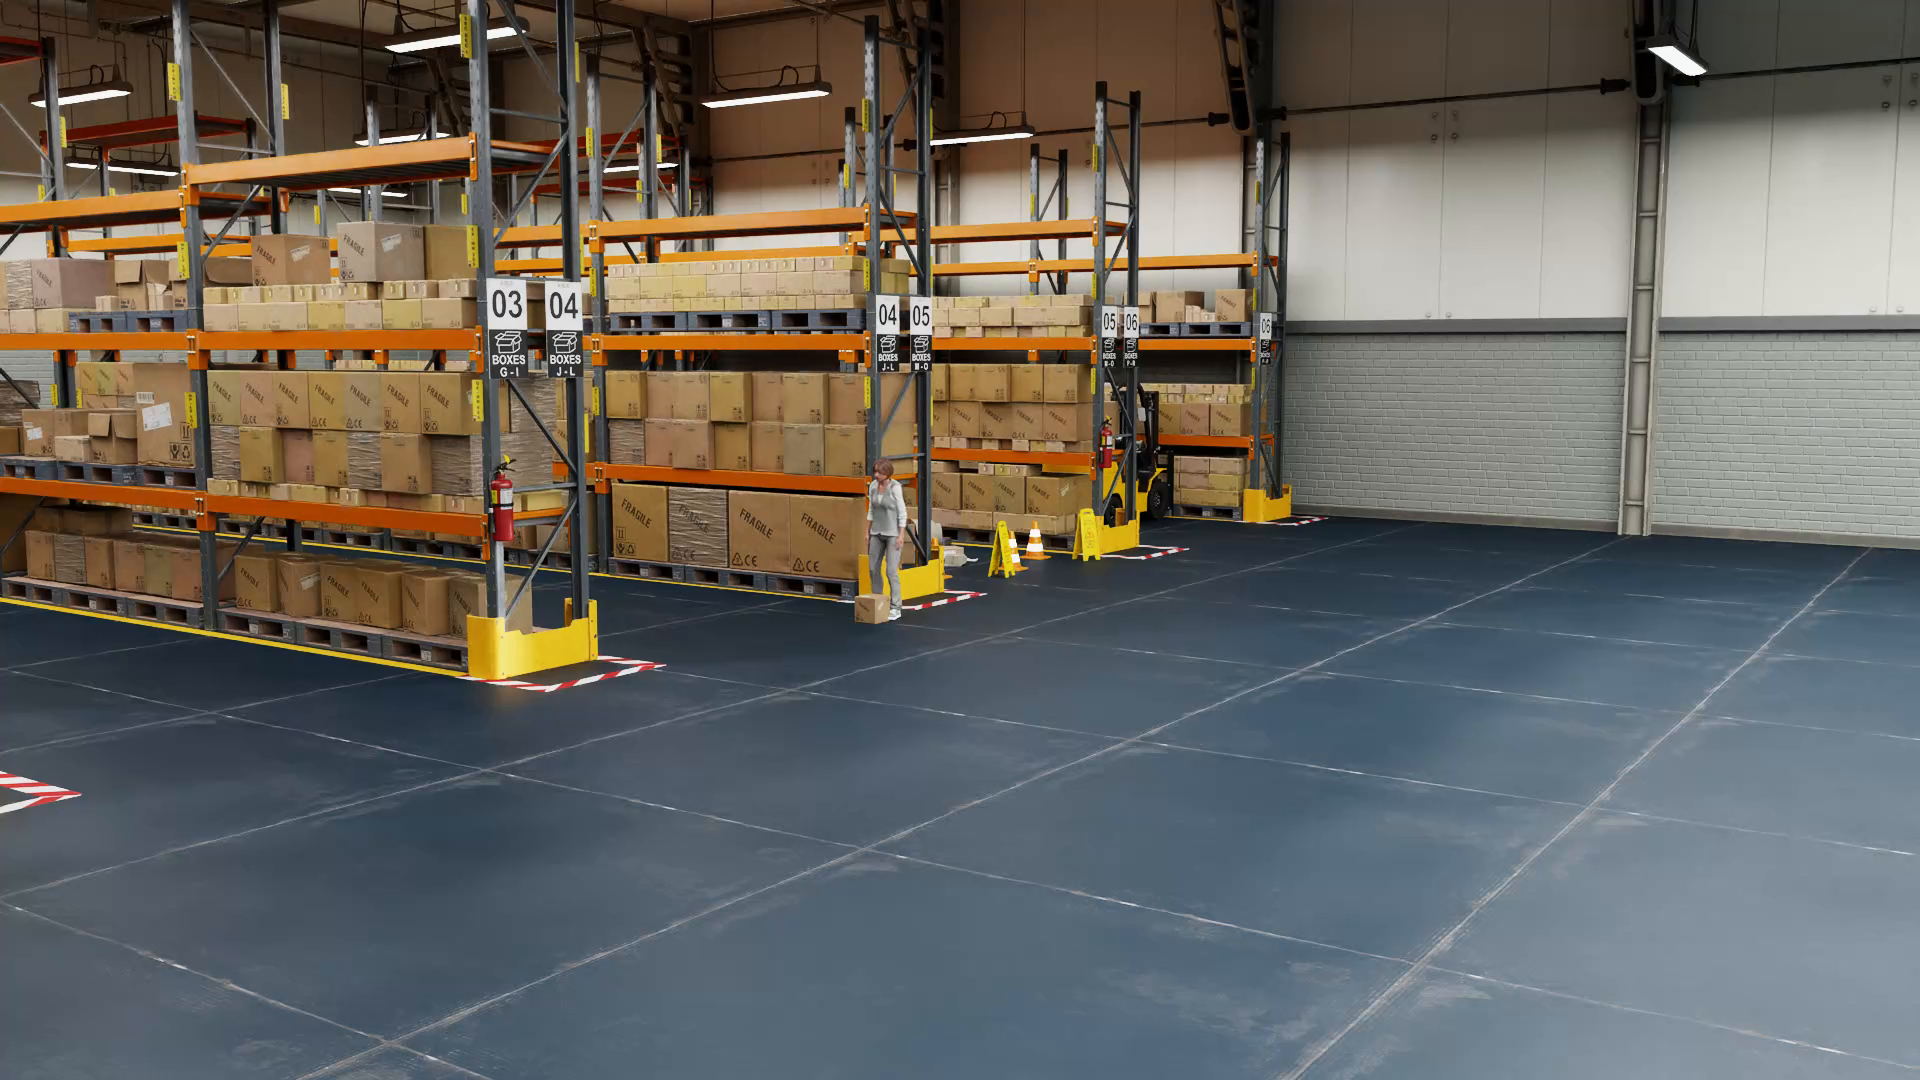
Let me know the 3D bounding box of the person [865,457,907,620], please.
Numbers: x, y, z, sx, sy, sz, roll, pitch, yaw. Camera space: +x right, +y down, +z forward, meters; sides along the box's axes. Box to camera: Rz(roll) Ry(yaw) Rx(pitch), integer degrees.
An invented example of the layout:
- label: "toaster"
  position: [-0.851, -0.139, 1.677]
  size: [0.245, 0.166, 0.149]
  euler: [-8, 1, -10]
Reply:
- label: "person"
  position: [-0.732, -0.020, 16.378]
  size: [0.460, 1.593, 0.346]
  euler: [4, 8, 34]
